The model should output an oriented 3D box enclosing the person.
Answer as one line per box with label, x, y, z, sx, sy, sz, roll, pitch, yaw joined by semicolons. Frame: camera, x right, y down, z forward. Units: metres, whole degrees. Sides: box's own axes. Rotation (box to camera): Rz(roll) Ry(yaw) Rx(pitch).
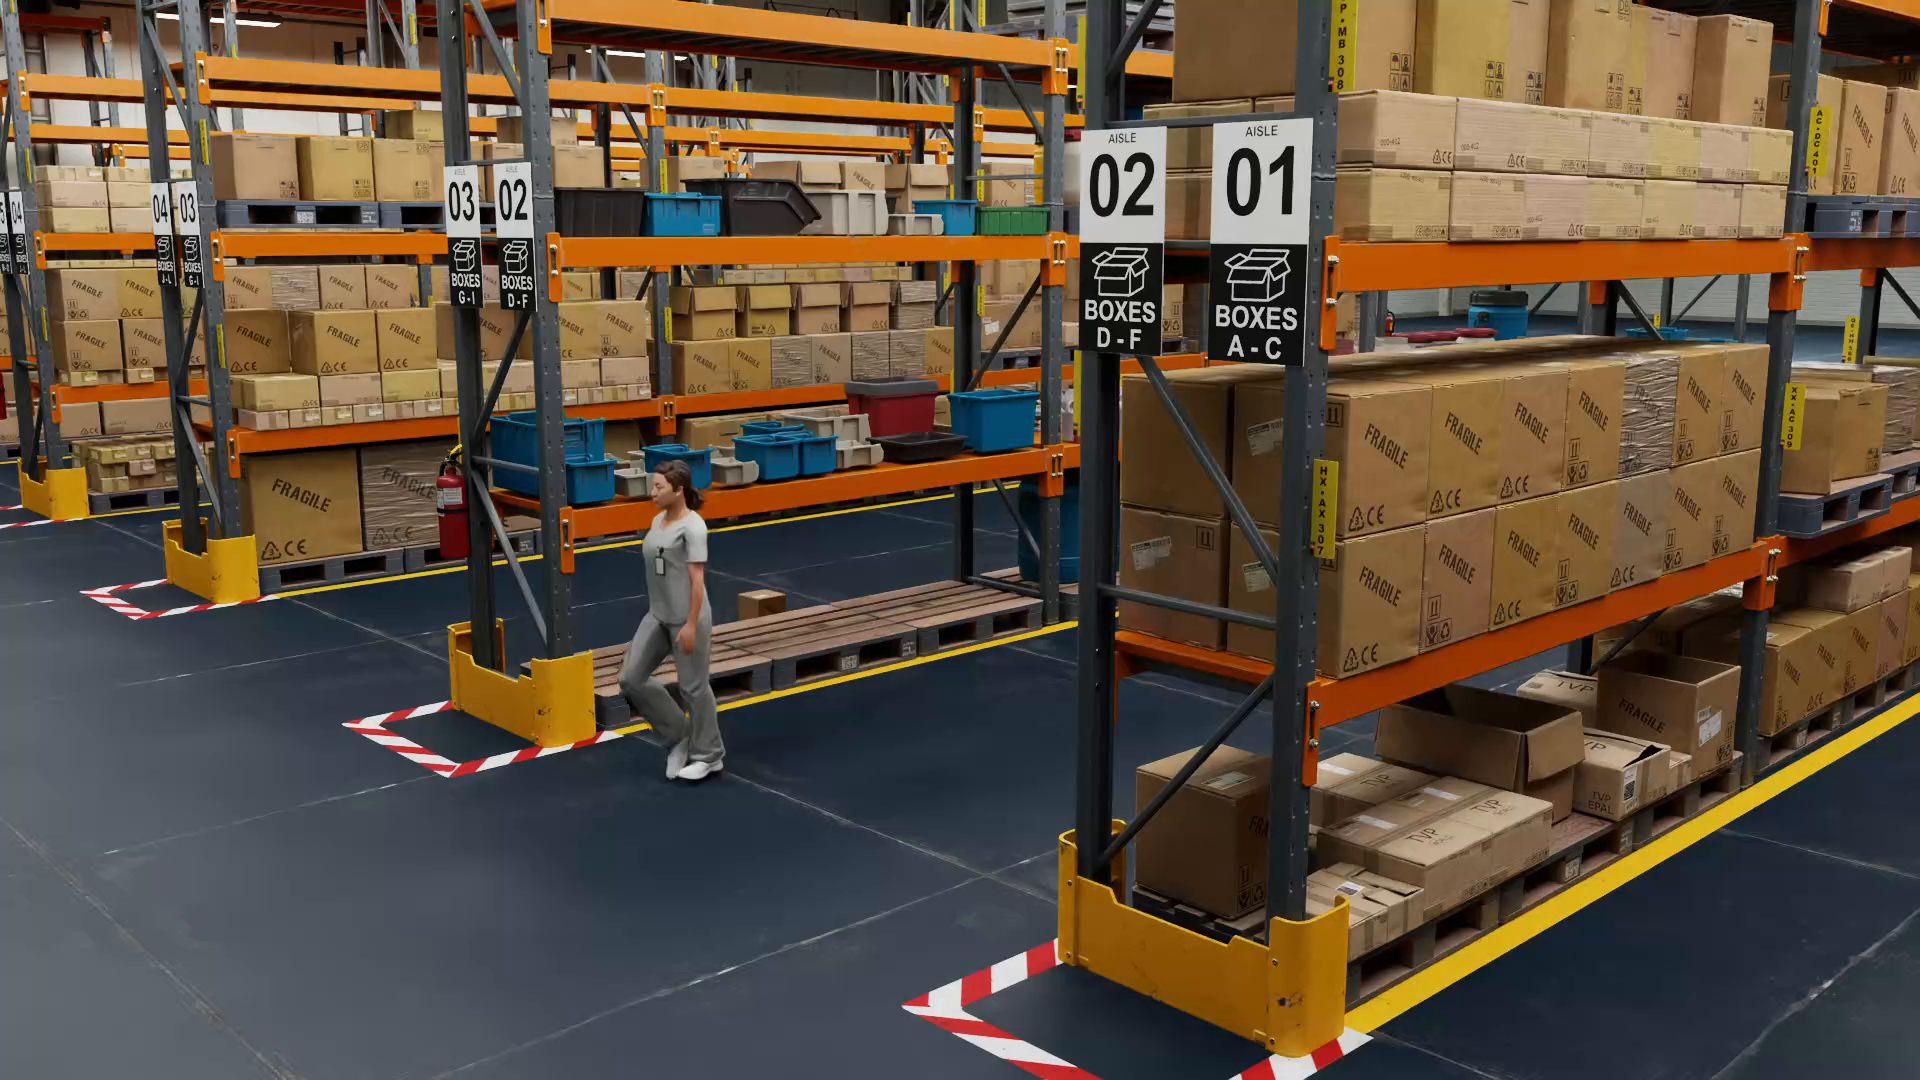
person;-1.477;0.429;8.571;0.492;1.684;0.486;10;14;42
